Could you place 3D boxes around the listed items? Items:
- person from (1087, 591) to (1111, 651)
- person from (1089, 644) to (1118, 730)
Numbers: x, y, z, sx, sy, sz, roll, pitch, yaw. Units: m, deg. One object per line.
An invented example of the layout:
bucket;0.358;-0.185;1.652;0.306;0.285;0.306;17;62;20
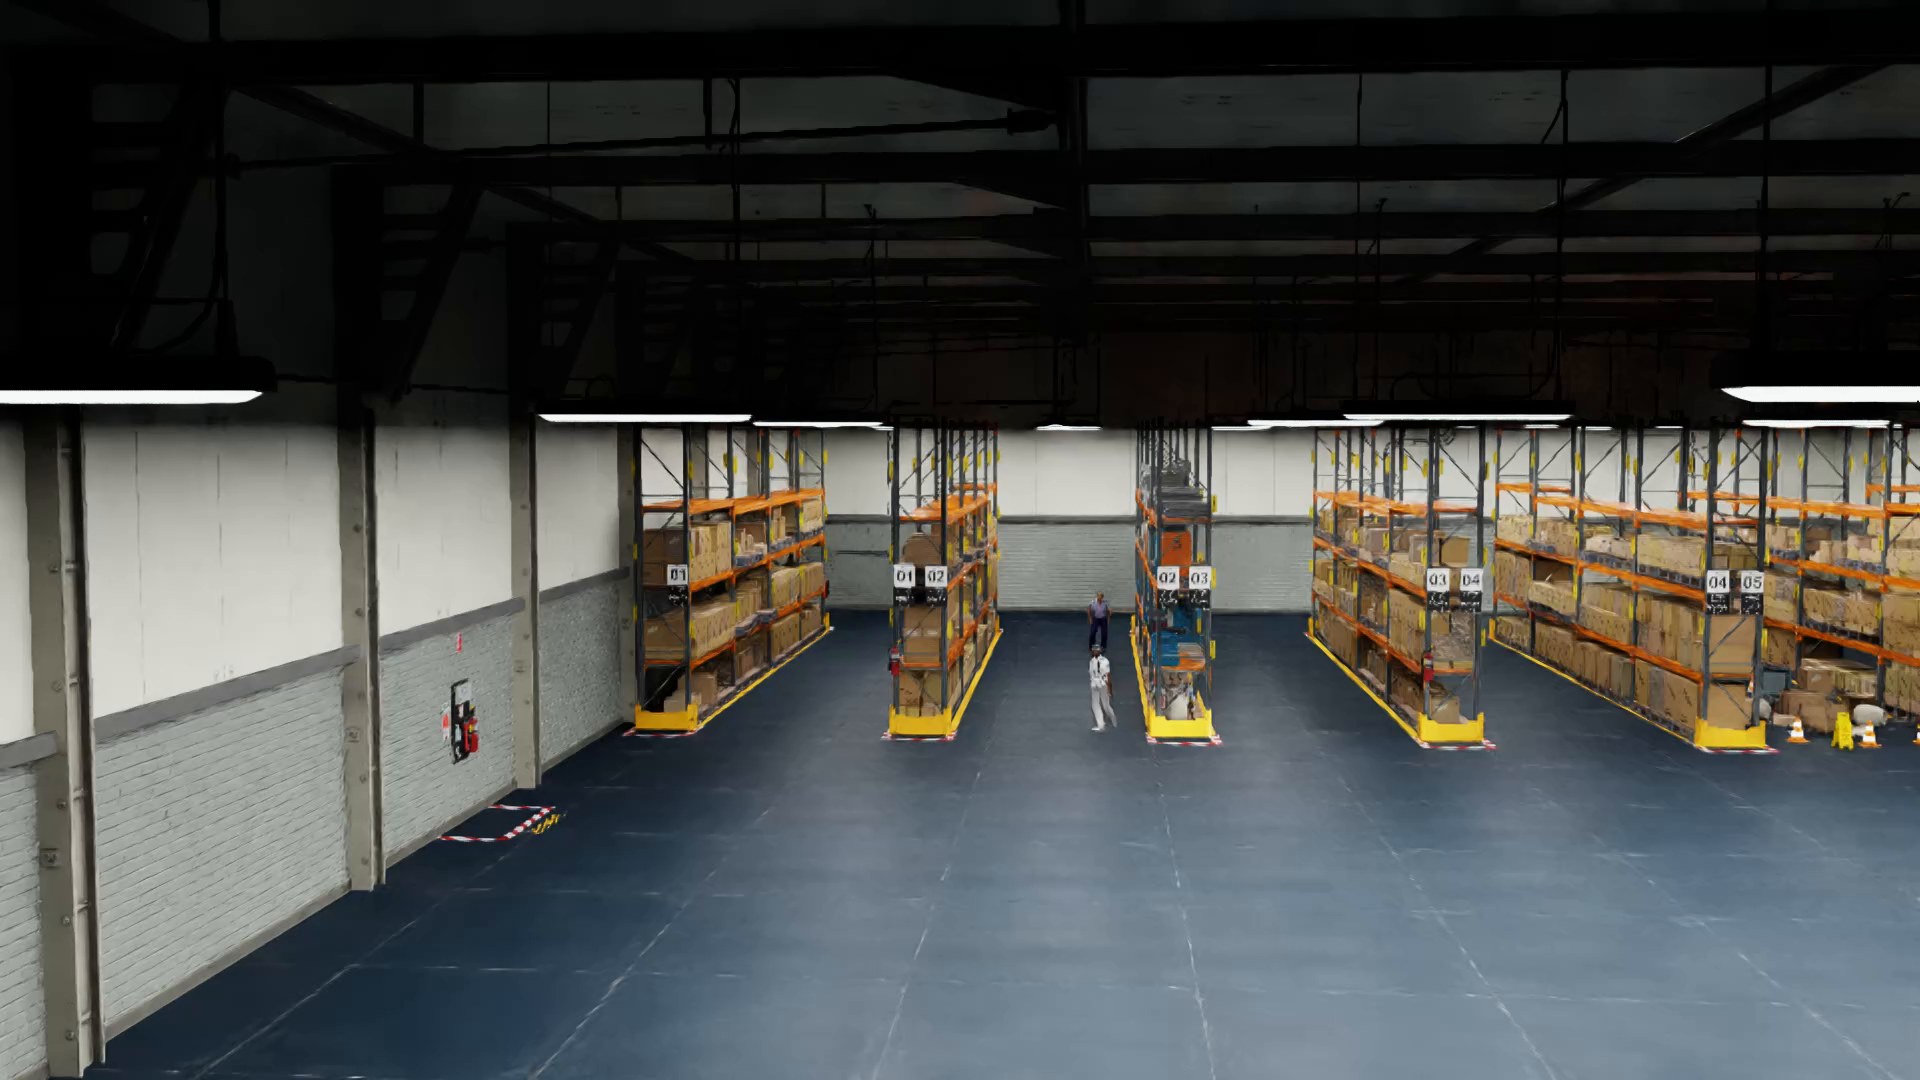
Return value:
person;3.619;2.119;43.247;0.625;1.580;0.510;0;4;3
person;2.759;2.811;31.948;0.519;1.665;0.550;3;5;42
